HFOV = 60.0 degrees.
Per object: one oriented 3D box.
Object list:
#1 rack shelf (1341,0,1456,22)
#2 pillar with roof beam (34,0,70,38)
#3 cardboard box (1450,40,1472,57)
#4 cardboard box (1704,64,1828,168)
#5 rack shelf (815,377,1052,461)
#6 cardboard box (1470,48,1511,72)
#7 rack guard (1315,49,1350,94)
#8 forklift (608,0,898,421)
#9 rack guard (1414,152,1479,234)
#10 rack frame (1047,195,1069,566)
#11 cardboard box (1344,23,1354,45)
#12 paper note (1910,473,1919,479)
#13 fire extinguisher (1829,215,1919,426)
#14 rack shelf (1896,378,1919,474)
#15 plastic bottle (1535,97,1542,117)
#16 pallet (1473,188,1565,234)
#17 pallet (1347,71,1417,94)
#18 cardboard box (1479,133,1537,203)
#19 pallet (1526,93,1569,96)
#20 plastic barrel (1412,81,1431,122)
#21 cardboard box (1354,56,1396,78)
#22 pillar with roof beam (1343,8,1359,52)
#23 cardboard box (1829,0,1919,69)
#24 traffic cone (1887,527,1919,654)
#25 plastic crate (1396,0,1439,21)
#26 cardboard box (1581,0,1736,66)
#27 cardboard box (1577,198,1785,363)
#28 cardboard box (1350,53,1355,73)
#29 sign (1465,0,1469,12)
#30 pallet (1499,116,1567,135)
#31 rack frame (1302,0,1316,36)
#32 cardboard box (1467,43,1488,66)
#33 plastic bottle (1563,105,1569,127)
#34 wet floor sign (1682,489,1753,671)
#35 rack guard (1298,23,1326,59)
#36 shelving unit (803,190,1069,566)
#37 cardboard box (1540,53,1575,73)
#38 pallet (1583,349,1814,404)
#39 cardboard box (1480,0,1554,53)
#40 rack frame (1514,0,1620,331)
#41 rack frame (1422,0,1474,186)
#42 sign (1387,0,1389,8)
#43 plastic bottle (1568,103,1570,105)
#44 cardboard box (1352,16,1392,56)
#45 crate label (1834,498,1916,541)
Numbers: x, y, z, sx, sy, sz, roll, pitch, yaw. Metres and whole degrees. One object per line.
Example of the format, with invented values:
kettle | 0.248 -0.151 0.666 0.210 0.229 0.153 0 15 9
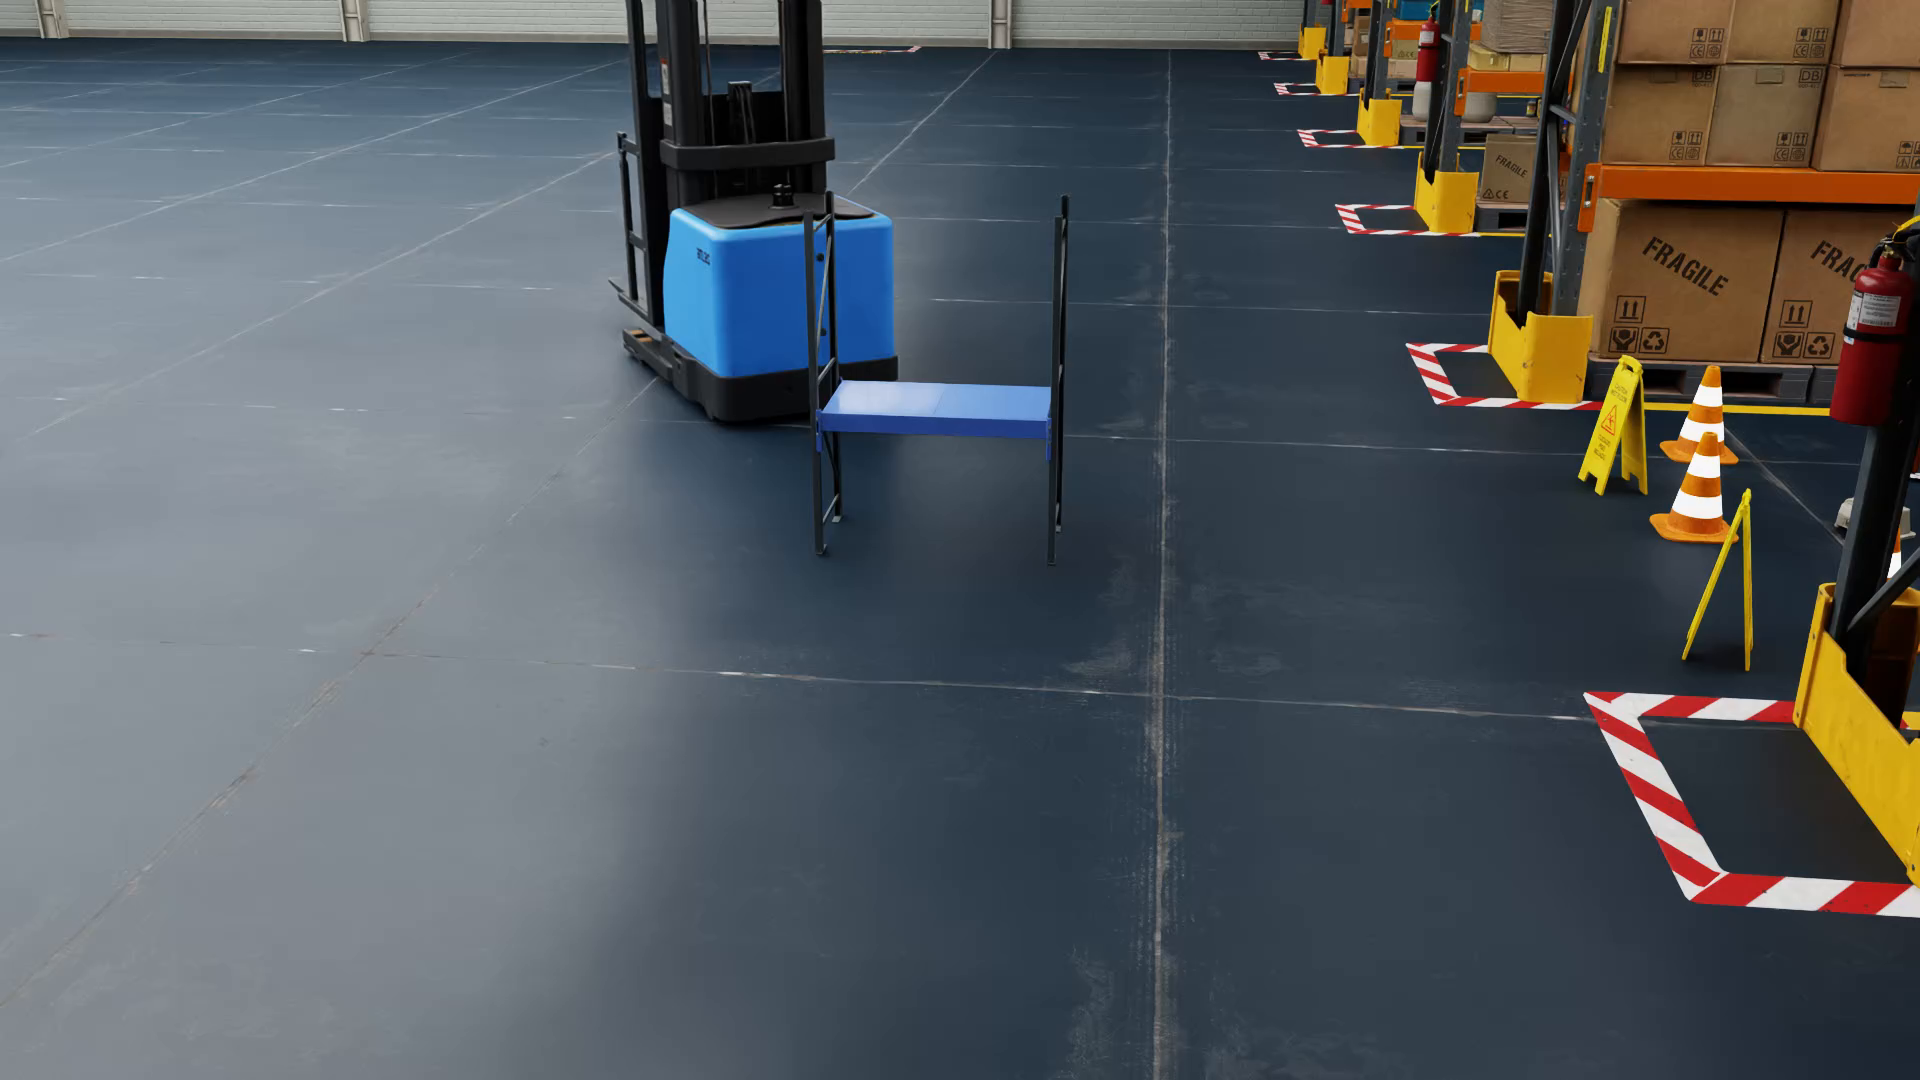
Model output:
rack shelf | 7.281 -7.381 23.008 4.000 0.370 1.077 2 22 6
pillar with roof beam | -17.669 -12.153 25.940 0.400 9.000 9.100 2 22 6
cardboard box | 6.796 -6.925 23.026 0.500 0.500 0.500 2 22 6
cardboard box | 4.363 -2.433 9.311 0.550 0.550 0.875 2 22 6
rack shelf | -0.085 -0.534 7.240 1.000 0.185 0.538 2 22 6
cardboard box | 4.380 -3.969 13.742 0.250 0.149 0.380 2 22 6
rack guard | 5.271 -6.641 23.557 0.348 0.500 1.175 2 22 6
forklift | -1.439 -2.498 9.771 1.130 2.935 3.031 -10 24 -24
rack guard | 4.200 -3.020 14.398 0.348 0.500 1.175 2 22 6
rack frame | 0.420 -0.679 7.118 0.032 1.500 0.500 2 22 6
cardboard box | 6.550 -8.502 27.925 0.500 0.311 0.500 0 22 0
paper note | 4.757 -0.312 8.189 0.142 0.017 0.144 11 24 25
fire extinguisher | 2.899 -0.705 5.247 0.183 0.674 0.296 2 22 6
rack shelf | 4.945 -0.146 4.709 4.000 0.370 1.077 2 22 6
plastic bottle | 6.701 -5.017 19.147 0.133 0.283 0.061 3 22 8
pallet | 5.003 -2.837 14.330 1.213 0.211 1.003 2 22 6
pallet | 6.059 -6.488 23.563 1.213 0.211 1.003 2 22 6
cardboard box | 4.743 -3.185 14.246 0.500 0.500 0.500 7 23 16
pallet | 8.482 -6.382 23.296 1.213 0.211 1.003 2 22 6
plastic barrel | 5.370 -5.032 18.900 0.421 0.512 0.421 0 22 0
cardboard box | 5.801 -6.614 23.259 0.500 0.250 0.500 2 22 6
pillar with roof beam | 6.164 -11.115 23.314 0.400 9.000 9.100 2 22 6
cardboard box | 4.902 -2.857 8.913 0.550 0.550 0.875 2 22 6
traffic cone | 3.538 0.160 6.406 0.334 0.463 0.336 2 22 6
plastic crate | 5.240 -6.012 18.770 0.616 0.251 0.499 2 22 6
cardboard box | 3.805 -2.921 9.075 0.550 0.550 0.875 2 22 6
cardboard box | 4.122 -1.581 9.678 0.875 0.875 0.875 3 22 7
cardboard box | 5.862 -6.803 23.738 0.500 0.250 0.500 2 22 6
sign | 4.061 -4.390 13.287 0.005 0.325 0.100 2 22 6
pallet | 6.803 -4.620 18.839 1.213 0.211 1.003 2 22 6
rack frame | 5.874 -9.611 27.670 0.127 3.000 1.000 2 22 6
cardboard box | 4.432 -4.132 14.153 0.250 0.149 0.380 2 22 6
plastic bottle | 6.694 -4.727 18.412 0.133 0.283 0.061 3 22 7
wet floor sign | 2.896 0.129 6.237 0.232 0.644 0.267 11 24 25
rack guard | 5.949 -8.445 28.121 0.348 0.500 1.175 2 22 6
shelving unit | -0.085 -0.701 7.173 1.048 1.500 0.538 2 22 6
cardboard box | 4.872 -3.935 13.656 0.250 0.149 0.380 2 22 6
pallet | 4.244 -1.076 9.875 1.213 0.211 1.003 2 22 6
cardboard box | 4.668 -4.337 13.788 0.500 0.500 0.875 2 22 6
rack frame | 3.441 -2.379 9.378 0.127 3.000 1.000 2 22 6
rack frame | 4.125 -4.186 13.947 0.127 3.000 1.000 2 22 6
sign | 4.639 -5.922 17.963 0.005 0.325 0.100 2 22 6
plastic bottle | 6.972 -4.904 18.973 0.097 0.201 0.097 0 22 0
cardboard box | 5.862 -7.153 23.602 0.500 0.500 0.500 2 22 6
crate label | 4.118 -0.097 7.499 0.298 0.136 0.250 -9 23 -22
